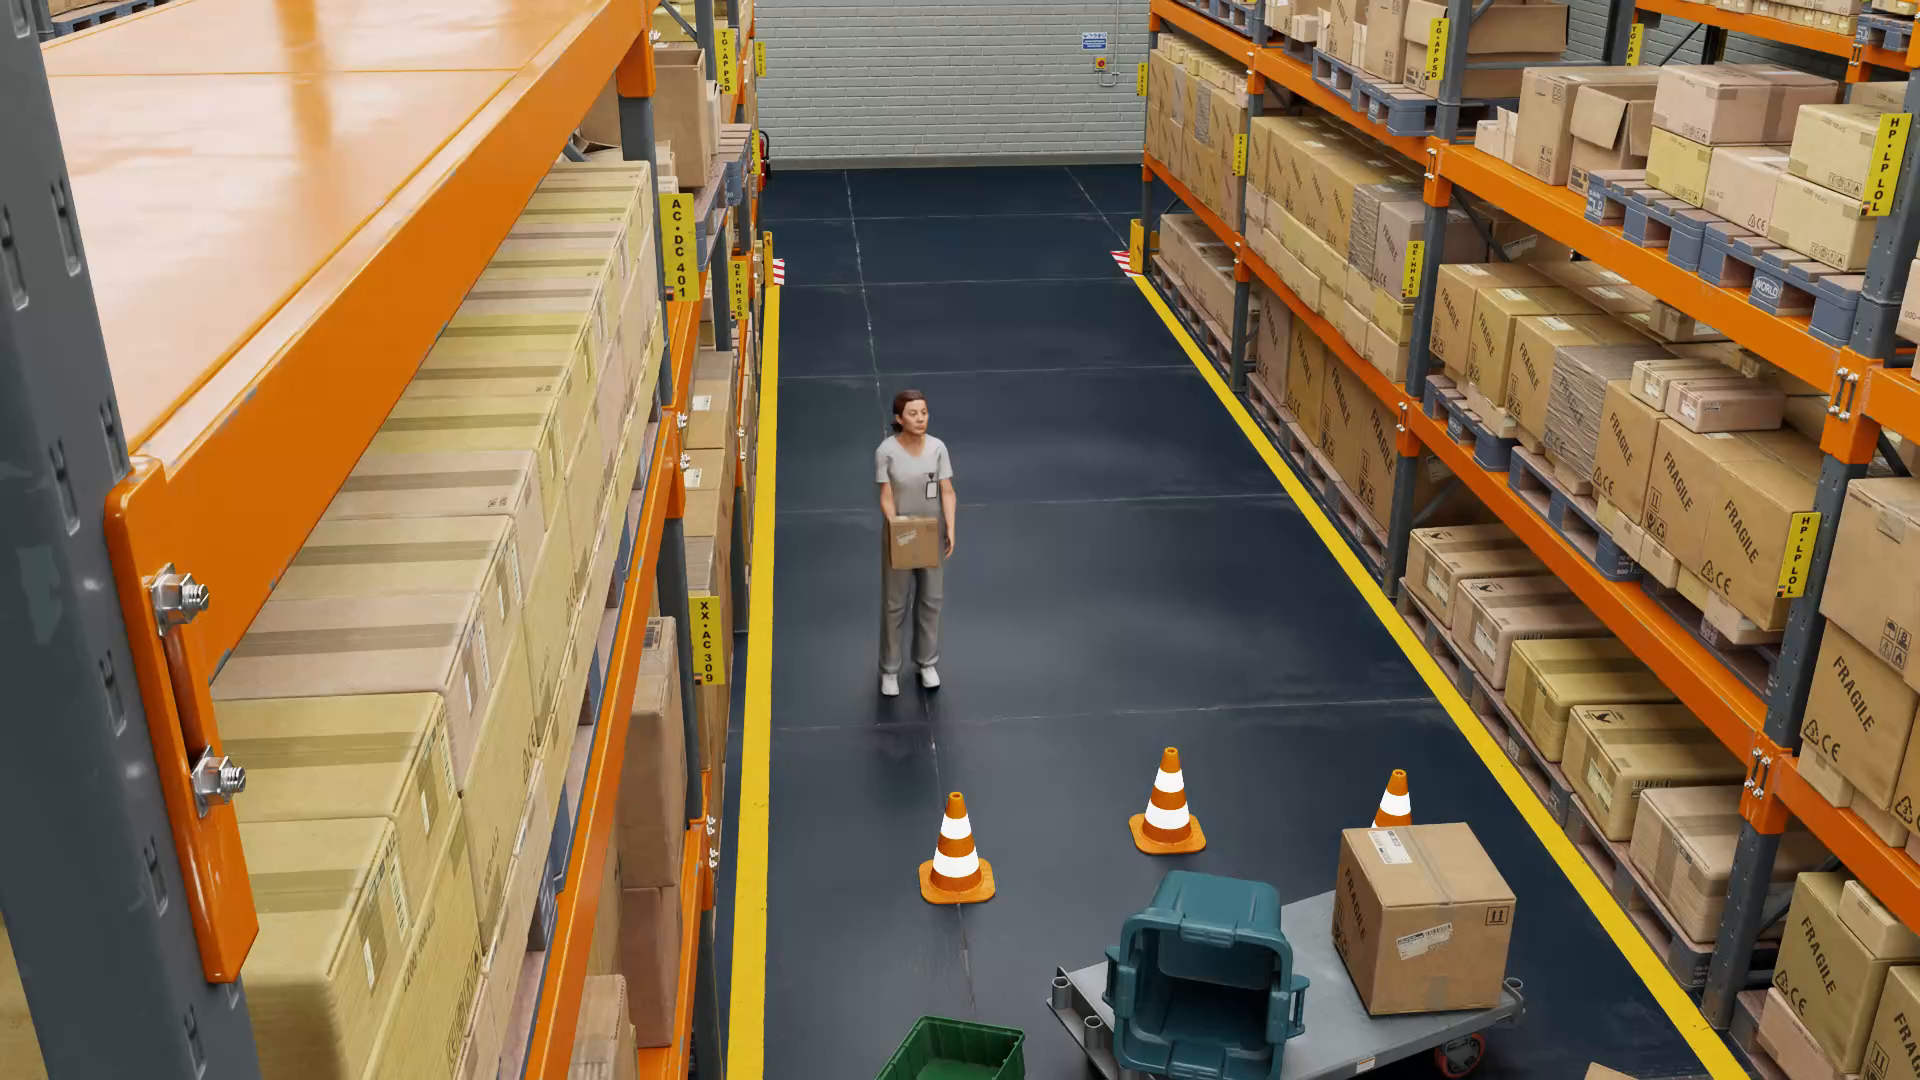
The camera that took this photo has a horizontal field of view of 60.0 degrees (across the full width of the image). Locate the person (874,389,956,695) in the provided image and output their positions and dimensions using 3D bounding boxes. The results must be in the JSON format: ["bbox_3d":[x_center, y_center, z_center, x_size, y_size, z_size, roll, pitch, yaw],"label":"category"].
[{"bbox_3d":[-0.246,0.015,9.066,0.479,1.676,0.534,-8,25,-18],"label":"person"}]
